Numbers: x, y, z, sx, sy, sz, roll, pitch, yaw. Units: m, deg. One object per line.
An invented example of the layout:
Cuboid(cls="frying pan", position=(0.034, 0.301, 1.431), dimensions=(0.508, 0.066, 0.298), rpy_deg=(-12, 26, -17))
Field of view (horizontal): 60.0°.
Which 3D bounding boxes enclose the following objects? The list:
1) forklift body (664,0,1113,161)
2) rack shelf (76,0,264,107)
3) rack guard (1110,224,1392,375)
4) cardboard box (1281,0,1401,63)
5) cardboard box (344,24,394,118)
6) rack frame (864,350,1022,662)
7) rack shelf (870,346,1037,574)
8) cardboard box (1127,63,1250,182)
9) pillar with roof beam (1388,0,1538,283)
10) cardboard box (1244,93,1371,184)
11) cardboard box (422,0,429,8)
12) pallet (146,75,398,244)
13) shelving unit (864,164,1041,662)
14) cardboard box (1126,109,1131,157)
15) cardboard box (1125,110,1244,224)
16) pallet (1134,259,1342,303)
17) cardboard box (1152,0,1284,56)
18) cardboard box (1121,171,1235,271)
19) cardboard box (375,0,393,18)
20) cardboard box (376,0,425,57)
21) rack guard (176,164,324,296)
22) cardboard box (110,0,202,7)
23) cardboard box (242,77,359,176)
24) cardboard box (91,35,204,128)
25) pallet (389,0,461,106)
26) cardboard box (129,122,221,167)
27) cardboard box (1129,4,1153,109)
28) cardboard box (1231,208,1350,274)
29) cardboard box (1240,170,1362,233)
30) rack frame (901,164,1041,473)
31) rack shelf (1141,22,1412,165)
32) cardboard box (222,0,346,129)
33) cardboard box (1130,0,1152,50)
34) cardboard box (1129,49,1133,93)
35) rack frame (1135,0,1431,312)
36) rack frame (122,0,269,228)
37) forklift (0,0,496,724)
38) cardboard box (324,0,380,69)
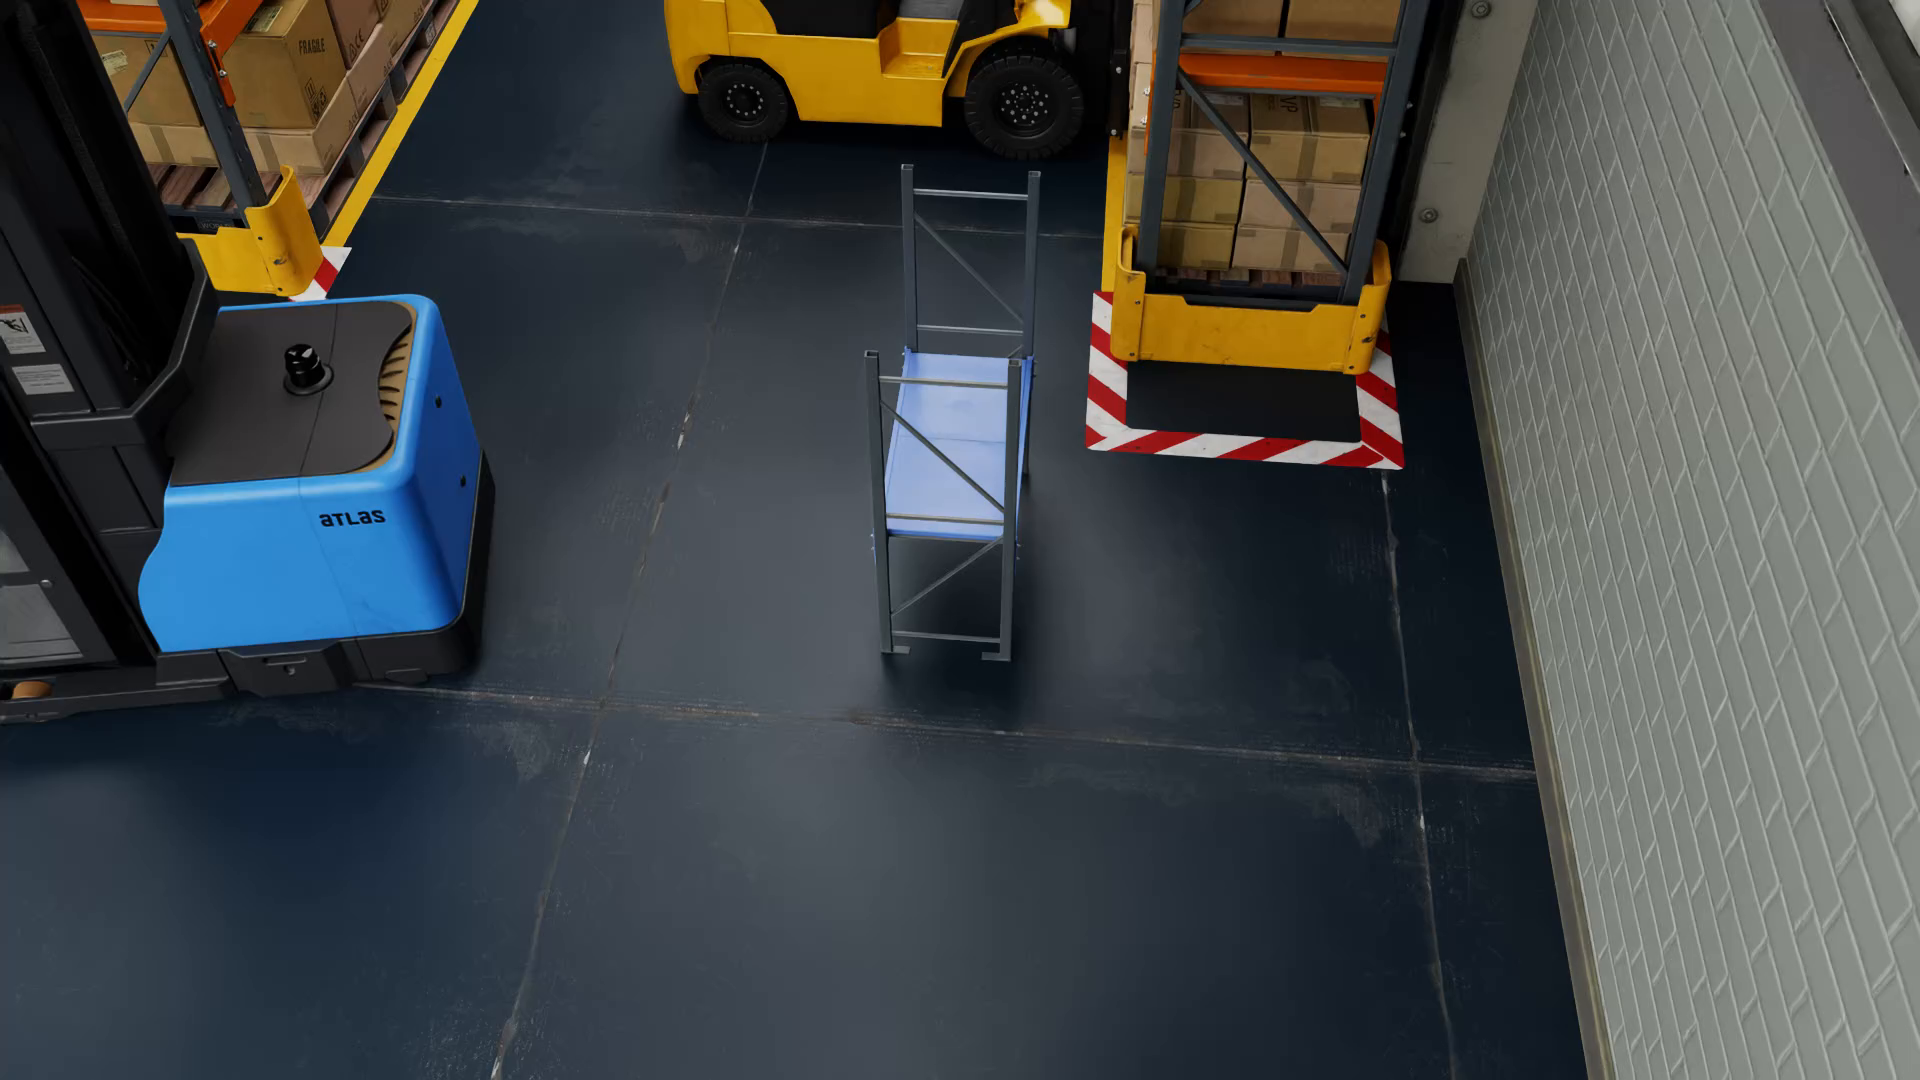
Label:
Cuboid(cls="forklift body", position=(-0.366, -3.163, 8.211), dimensions=(2.313, 2.155, 1.214), rpy_deg=(4, 48, 4))
Cuboid(cls="rack shelf", position=(-3.483, -3.491, 8.424), dimensions=(1.077, 0.370, 4.000), rpy_deg=(4, 48, 4))
Cuboid(cls="rack guard", position=(1.276, -1.072, 7.417), dimensions=(1.175, 0.500, 0.348), rpy_deg=(4, 48, 4))
Cuboid(cls="cardboard box", position=(1.600, -2.312, 6.790), dimensions=(0.500, 0.500, 0.500), rpy_deg=(5, 48, 5))
Cuboid(cls="cardboard box", position=(-3.262, -2.427, 8.541), dimensions=(0.500, 0.250, 0.500), rpy_deg=(5, 48, 5))
Cuboid(cls="rack frame", position=(-0.054, -0.070, 5.824), dimensions=(0.500, 1.500, 0.032), rpy_deg=(4, 48, 4))
Cuboid(cls="rack shelf", position=(-0.008, -0.322, 6.298), dimensions=(0.538, 0.185, 1.000), rpy_deg=(4, 48, 4))
Cuboid(cls="cardboard box", position=(1.009, -1.844, 7.331), dimensions=(0.500, 0.250, 0.500), rpy_deg=(5, 48, 5))
Cuboid(cls="pillar with roof beam", position=(-2.048, -4.698, 4.975), dimensions=(9.100, 9.000, 0.400), rpy_deg=(4, 48, 4))
Cuboid(cls="cardboard box", position=(1.510, -1.825, 7.313), dimensions=(0.500, 0.250, 0.500), rpy_deg=(3, 48, 3))
Cuboid(cls="cardboard box", position=(-3.177, -3.199, 9.248), dimensions=(0.500, 0.250, 0.500), rpy_deg=(5, 48, 4))
Cuboid(cls="pallet", position=(-3.549, -1.973, 8.438), dimensions=(1.003, 0.211, 1.213), rpy_deg=(4, 48, 4))
Cuboid(cls="shelving unit", position=(-0.008, -0.443, 6.165), dimensions=(0.538, 1.500, 1.048), rpy_deg=(4, 48, 4))
Cuboid(cls="cardboard box", position=(1.061, -1.878, 8.040), dimensions=(0.500, 0.250, 0.500), rpy_deg=(4, 48, 4))
Cuboid(cls="cardboard box", position=(1.011, -1.694, 7.533), dimensions=(0.500, 0.250, 0.500), rpy_deg=(3, 48, 3))
Cuboid(cls="pallet", position=(1.306, -1.557, 8.057), dimensions=(1.003, 0.211, 1.213), rpy_deg=(4, 48, 4))
Cuboid(cls="cardboard box", position=(1.061, -2.346, 6.821), dimensions=(0.500, 0.500, 0.500), rpy_deg=(3, 48, 3))
Cuboid(cls="cardboard box", position=(1.006, -1.513, 7.706), dimensions=(0.500, 0.250, 0.500), rpy_deg=(4, 48, 4))
Cuboid(cls="cardboard box", position=(-3.218, -3.075, 8.626), dimensions=(0.500, 0.500, 0.500), rpy_deg=(5, 48, 4))
Cuboid(cls="cardboard box", position=(-3.225, -2.828, 8.909), dimensions=(0.500, 0.250, 0.500), rpy_deg=(7, 48, 6))
Cuboid(cls="rack guard", position=(-3.658, -1.476, 7.787), dimensions=(1.175, 0.500, 0.348), rpy_deg=(4, 48, 4))
Cuboid(cls="cardboard box", position=(-3.428, -2.415, 7.122), dimensions=(0.380, 0.149, 0.250), rpy_deg=(4, 48, 4))
Cuboid(cls="cardboard box", position=(-3.316, -2.052, 8.199), dimensions=(0.500, 0.250, 0.500), rpy_deg=(4, 48, 3))
Cuboid(cls="cardboard box", position=(-3.852, -2.337, 7.951), dimensions=(0.500, 0.500, 0.500), rpy_deg=(4, 48, 4))
Cuboid(cls="pallet", position=(-3.435, -2.868, 9.256), dimensions=(1.003, 0.211, 1.213), rpy_deg=(4, 48, 4))
Cuboid(cls="cardboard box", position=(-3.857, -2.108, 8.250), dimensions=(0.500, 0.250, 0.500), rpy_deg=(4, 48, 3))
Cuboid(cls="cardboard box", position=(1.050, -2.219, 7.674), dimensions=(0.500, 0.250, 0.500), rpy_deg=(5, 48, 4))
Cuboid(cls="cardboard box", position=(1.518, -1.495, 7.689), dimensions=(0.500, 0.250, 0.500), rpy_deg=(4, 48, 4))
Cuboid(cls="cardboard box", position=(1.528, -1.647, 7.490), dimensions=(0.500, 0.250, 0.500), rpy_deg=(5, 48, 4))
Cuboid(cls="rack frame", position=(0.039, -0.817, 6.507), dimensions=(0.500, 1.500, 0.032), rpy_deg=(4, 48, 4))
Cuboid(cls="rack shelf", position=(1.460, -3.160, 8.121), dimensions=(1.077, 0.370, 4.000), rpy_deg=(4, 48, 4))
Cuboid(cls="cardboard box", position=(-3.315, -2.323, 7.938), dimensions=(0.500, 0.500, 0.500), rpy_deg=(2, 48, 2))
Cuboid(cls="cardboard box", position=(1.086, -2.591, 8.014), dimensions=(0.500, 0.250, 0.500), rpy_deg=(4, 48, 4))
Cuboid(cls="cardboard box", position=(1.094, -2.443, 8.217), dimensions=(0.500, 0.250, 0.500), rpy_deg=(3, 48, 3))
Cuboid(cls="rack frame", position=(1.278, -1.933, 6.511), dimensions=(1.000, 3.000, 0.127), rpy_deg=(4, 48, 4))
Cuboid(cls="rack frame", position=(-3.665, -2.264, 6.814), dimensions=(1.000, 3.000, 0.127), rpy_deg=(4, 48, 4))
Cuboid(cls="forklift", position=(-3.376, -0.713, 5.442), dimensions=(3.031, 2.935, 1.130), rpy_deg=(-5, 48, -4))
Cuboid(cls="cardboard box", position=(-3.272, -2.707, 8.290), dimensions=(0.500, 0.500, 0.500), rpy_deg=(2, 48, 2))
